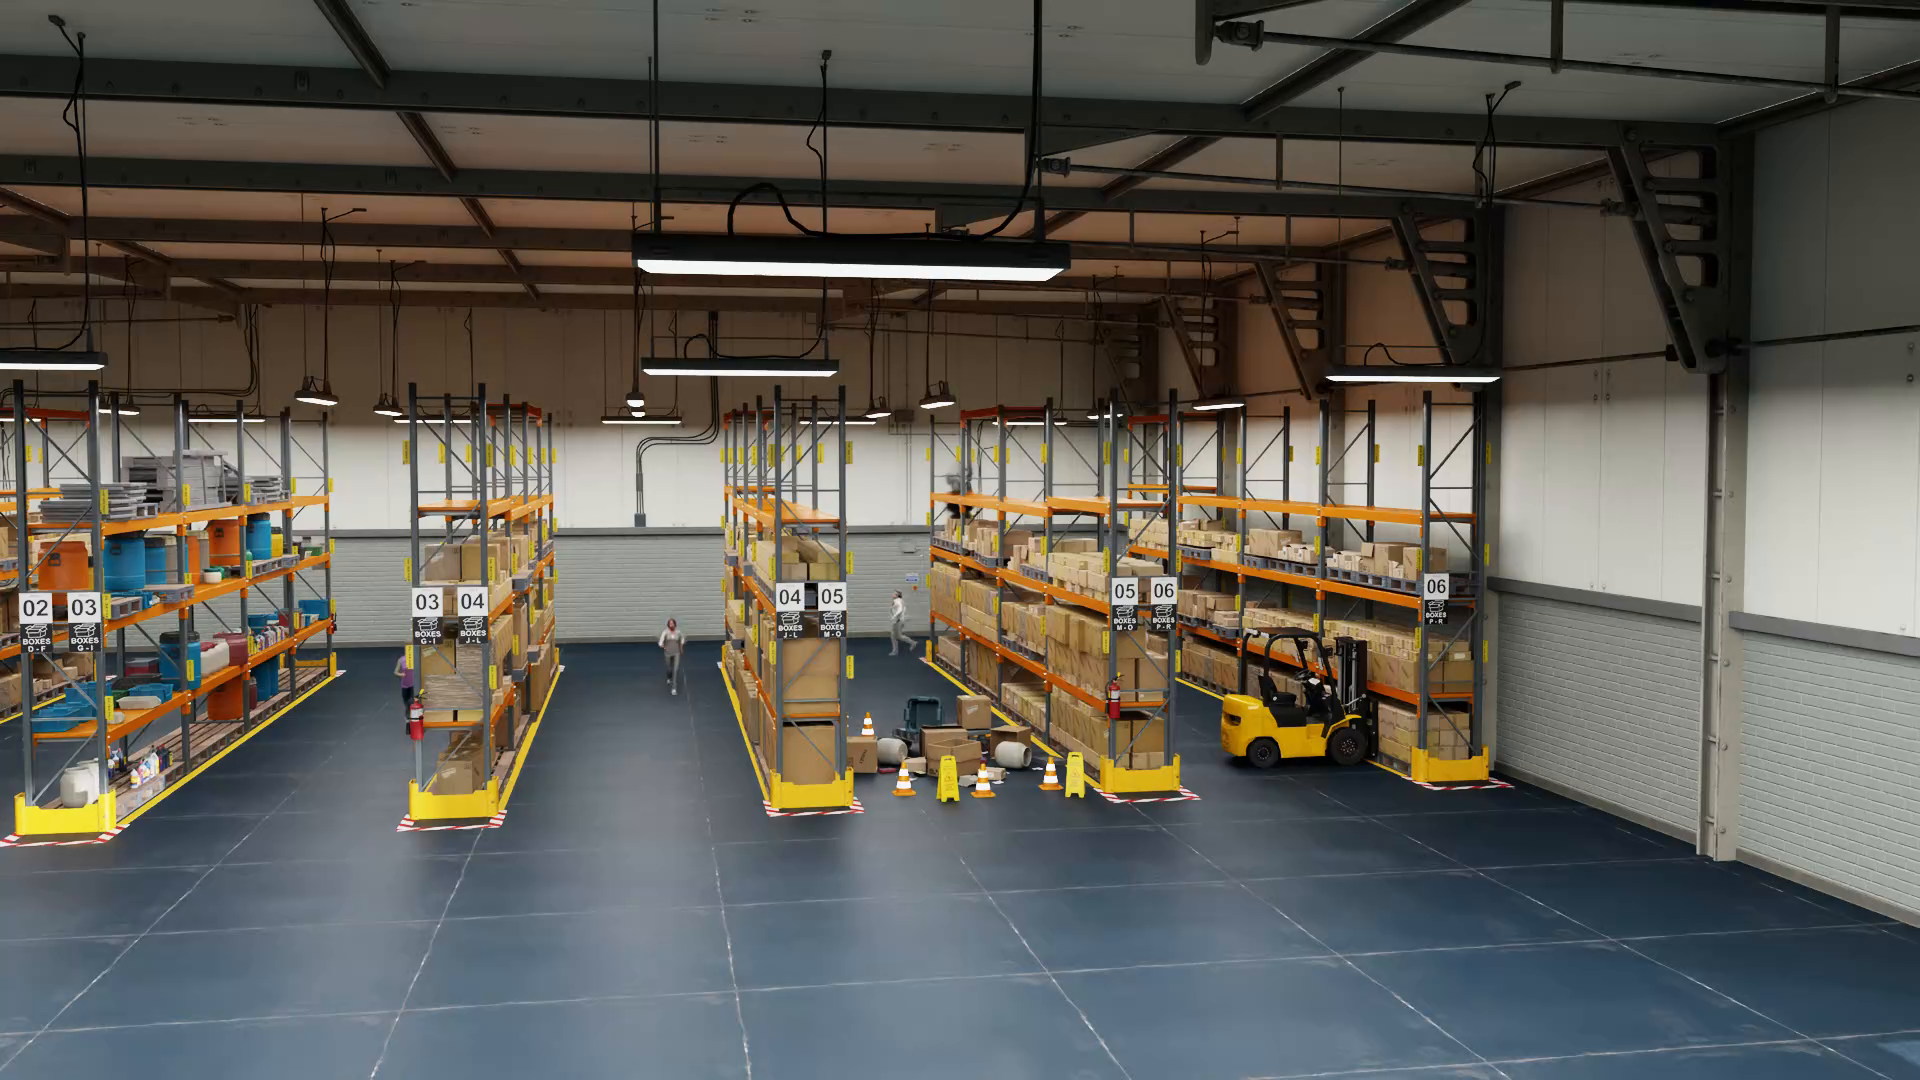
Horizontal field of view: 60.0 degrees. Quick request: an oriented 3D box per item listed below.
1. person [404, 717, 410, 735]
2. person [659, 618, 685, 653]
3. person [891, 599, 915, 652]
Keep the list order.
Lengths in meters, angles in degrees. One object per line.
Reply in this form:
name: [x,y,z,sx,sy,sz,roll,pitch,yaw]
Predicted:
person: [-9.992,3.314,30.181,0.271,0.333,0.881,0,3,-9]
person: [-6.036,2.040,34.877,0.545,0.783,0.490,-1,3,-14]
person: [-12.607,0.680,25.313,23.461,5.912,32.591,0,3,-1]
